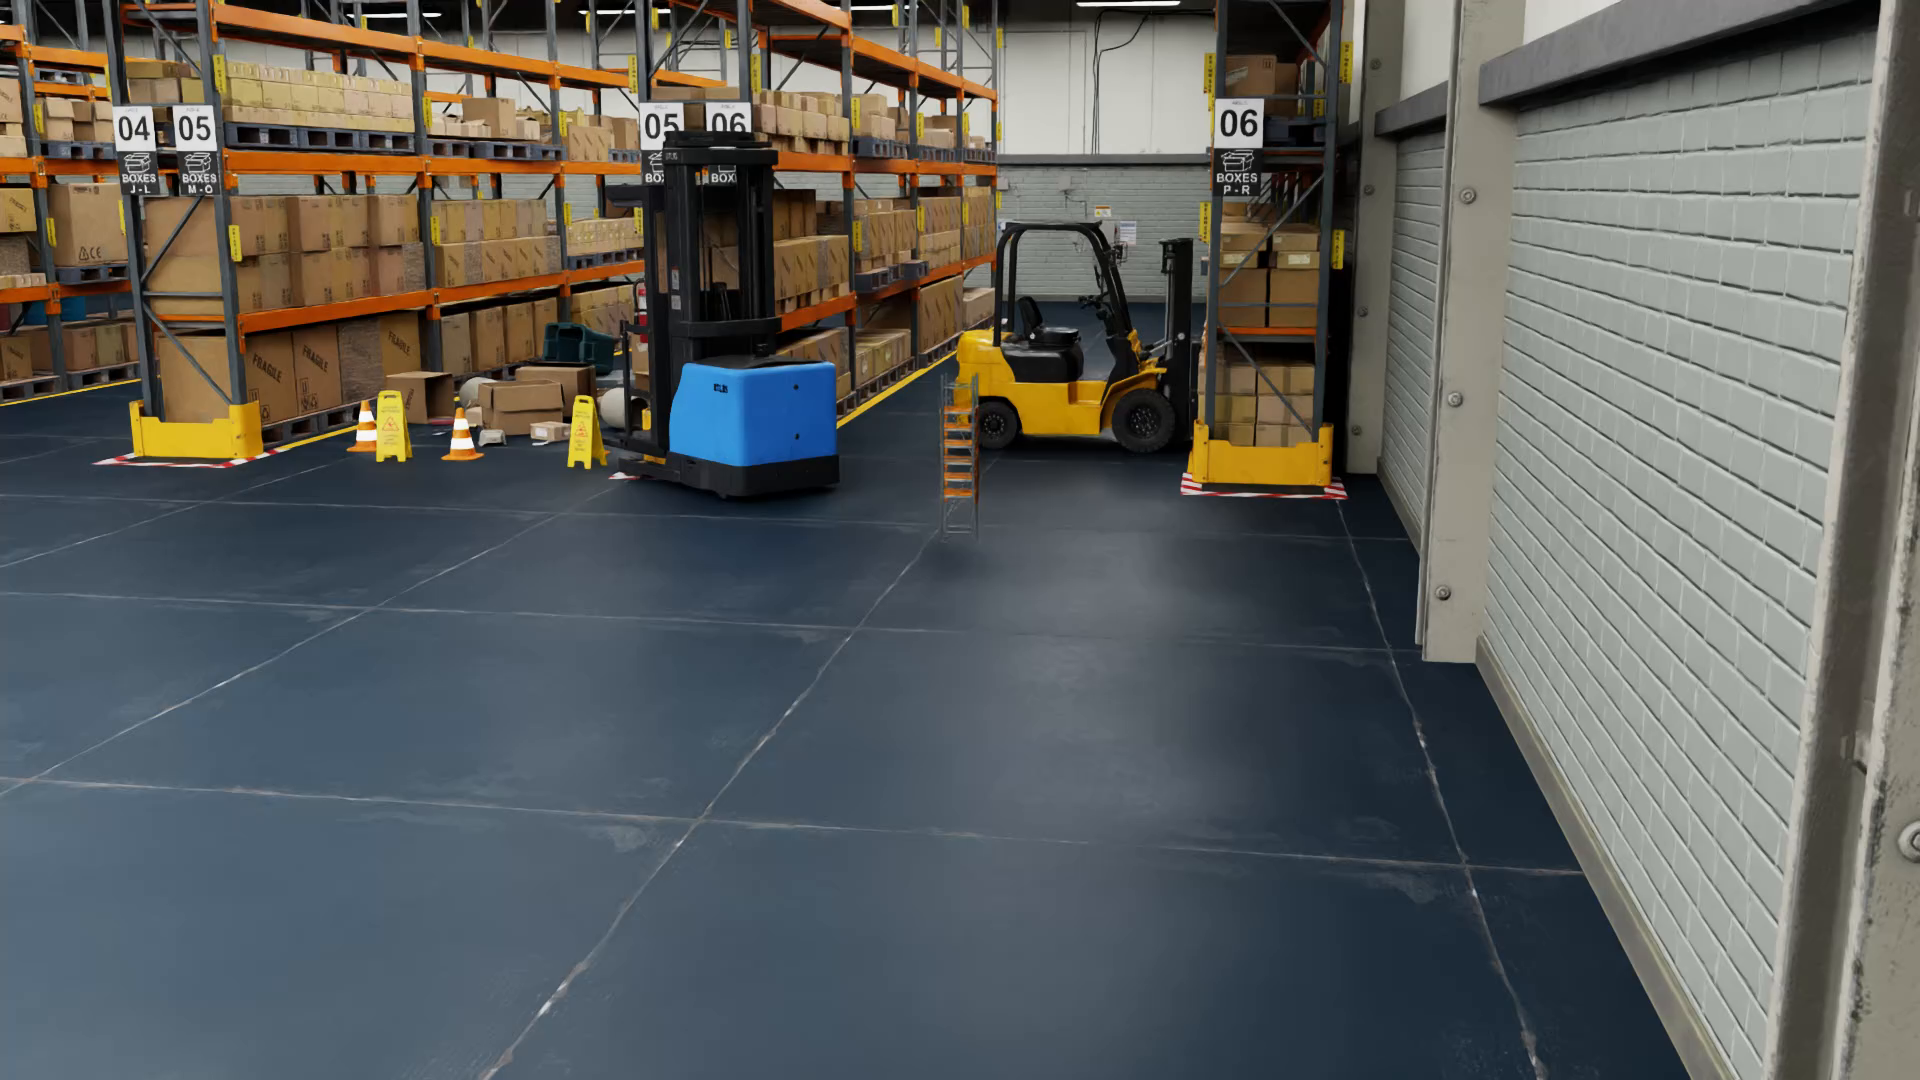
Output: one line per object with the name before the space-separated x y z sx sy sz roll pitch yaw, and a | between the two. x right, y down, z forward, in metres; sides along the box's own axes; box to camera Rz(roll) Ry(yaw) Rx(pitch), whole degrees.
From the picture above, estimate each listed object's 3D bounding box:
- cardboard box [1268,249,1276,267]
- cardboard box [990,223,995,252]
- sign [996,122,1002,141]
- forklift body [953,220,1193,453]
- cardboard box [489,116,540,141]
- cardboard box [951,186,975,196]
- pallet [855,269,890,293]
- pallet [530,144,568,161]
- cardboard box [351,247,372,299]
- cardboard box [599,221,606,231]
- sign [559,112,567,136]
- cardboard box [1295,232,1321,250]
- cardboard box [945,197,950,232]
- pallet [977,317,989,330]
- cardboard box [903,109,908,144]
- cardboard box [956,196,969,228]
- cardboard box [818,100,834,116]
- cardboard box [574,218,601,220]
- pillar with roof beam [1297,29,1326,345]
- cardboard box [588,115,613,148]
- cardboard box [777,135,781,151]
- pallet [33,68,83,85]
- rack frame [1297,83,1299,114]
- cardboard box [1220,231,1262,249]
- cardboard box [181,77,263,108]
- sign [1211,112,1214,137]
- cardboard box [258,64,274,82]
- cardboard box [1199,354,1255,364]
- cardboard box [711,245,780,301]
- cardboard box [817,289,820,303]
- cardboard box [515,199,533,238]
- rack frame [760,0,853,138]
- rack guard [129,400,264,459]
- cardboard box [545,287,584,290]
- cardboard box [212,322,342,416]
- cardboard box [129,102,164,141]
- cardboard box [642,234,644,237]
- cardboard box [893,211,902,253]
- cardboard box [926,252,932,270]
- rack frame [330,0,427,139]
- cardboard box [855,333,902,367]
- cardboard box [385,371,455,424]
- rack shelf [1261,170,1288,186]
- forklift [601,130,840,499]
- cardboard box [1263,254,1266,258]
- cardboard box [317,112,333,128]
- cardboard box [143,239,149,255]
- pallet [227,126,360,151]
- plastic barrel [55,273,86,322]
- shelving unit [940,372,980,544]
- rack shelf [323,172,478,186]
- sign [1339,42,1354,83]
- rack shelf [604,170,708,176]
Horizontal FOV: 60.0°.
cardboard box | 2.889 -2.465 14.536 0.380 0.149 0.250 2 12 9
cardboard box | 0.348 -5.414 29.759 0.500 0.500 0.500 2 12 9
sign | 0.695 -7.314 29.780 0.100 0.325 0.005 2 12 9
forklift body | 1.094 -2.023 16.274 2.313 2.155 1.214 2 12 9
cardboard box | -5.840 -5.398 21.779 0.500 0.311 0.500 2 12 9
cardboard box | 0.040 -5.766 27.480 0.380 0.149 0.250 2 12 7
pallet | -1.423 -3.037 19.421 1.003 0.211 1.213 2 12 9
pallet | -6.023 -5.187 22.269 1.213 0.211 1.003 2 12 11
cardboard box | -6.898 -2.888 17.919 0.875 0.550 0.550 2 12 9
cardboard box | -5.513 -4.685 24.802 0.380 0.149 0.250 2 12 10
sign | -5.429 -5.687 22.725 0.100 0.325 0.005 2 12 9
cardboard box | 2.971 -2.611 14.508 0.380 0.149 0.250 2 12 11
cardboard box | -0.445 -4.865 24.839 0.500 0.500 0.500 2 12 10
pallet | -0.075 -3.689 28.610 1.003 0.211 1.213 2 12 9
cardboard box | -1.105 -5.742 23.162 0.700 0.500 0.500 1 12 6
cardboard box | -0.142 -5.271 26.720 0.500 0.500 0.500 2 12 9
cardboard box | -1.521 -4.471 17.201 0.380 0.149 0.250 2 12 10
cardboard box | -5.913 -5.029 26.397 0.380 0.149 0.250 2 12 10
pillar with roof beam | 1.195 -7.670 26.222 9.100 9.000 0.400 2 12 9
cardboard box | -5.728 -6.186 25.215 0.797 0.503 0.637 2 12 8
cardboard box | -1.888 -3.710 15.564 0.380 0.149 0.250 2 12 8
pallet | -15.237 -7.595 27.273 1.003 0.211 1.213 2 12 9
rack frame | 3.836 -6.582 21.174 1.000 3.000 0.127 2 12 9
cardboard box | 2.459 -2.629 14.589 0.380 0.149 0.250 2 12 9
cardboard box | -6.879 -4.168 15.509 0.500 0.250 0.500 2 12 9
sign | 3.300 -5.386 21.519 0.100 0.325 0.005 2 12 9
cardboard box | -6.762 -4.435 15.803 0.380 0.149 0.250 2 12 8
cardboard box | 2.441 -1.546 15.204 0.500 0.250 0.500 2 12 10
cardboard box | -1.953 -2.428 15.195 0.500 0.500 0.500 2 12 8
cardboard box | -1.655 -2.513 17.130 0.380 0.149 0.250 2 12 8
cardboard box | -6.131 -4.288 22.158 0.700 0.500 0.500 2 12 8
rack frame | -1.685 -5.909 18.053 1.000 3.000 0.127 2 12 9
rack guard | -7.210 -1.056 15.708 1.175 0.500 0.348 2 12 9
cardboard box | -5.969 -3.660 25.013 0.500 0.250 0.500 2 12 10
cardboard box | -7.034 -1.776 17.162 0.875 0.875 0.875 2 12 8
cardboard box | -10.847 -5.573 22.188 0.500 0.500 0.500 2 12 10
cardboard box | -5.227 -4.920 26.595 0.380 0.149 0.250 2 12 10
cardboard box | -1.010 -3.892 20.993 0.500 0.500 0.500 1 12 5
cardboard box | -0.684 -3.937 23.498 0.500 0.250 0.500 2 12 7
rack frame | -6.591 -6.048 18.699 1.000 3.000 0.127 2 12 9
cardboard box | -1.272 -2.459 21.523 0.950 0.372 0.625 2 12 8
cardboard box | -5.816 -1.539 17.941 0.500 0.500 0.500 4 13 18
rack shelf | 4.143 -5.180 23.497 1.077 0.370 4.000 2 12 9
forklift | -2.340 -2.018 14.398 1.130 2.935 3.031 -10 16 -39
cardboard box | 3.338 -2.659 16.976 0.500 0.500 0.500 2 12 9
cardboard box | -6.604 -4.258 16.871 0.380 0.149 0.250 2 12 9
cardboard box | -10.851 -3.914 22.357 0.396 0.266 0.258 2 12 7
pallet | -6.917 -4.116 17.061 1.003 0.211 1.213 2 12 9
plastic barrel | -15.241 -4.190 28.300 0.600 0.901 0.708 2 12 9
shelving unit | -0.002 -0.584 11.853 0.258 1.200 0.189 2 12 9
rack shelf | -9.939 -6.494 29.594 1.077 0.370 4.000 2 12 9
sign | 3.153 -3.897 13.573 0.100 0.325 0.005 2 12 9
rack shelf | -5.053 -6.312 28.750 1.077 0.370 4.000 2 12 9
